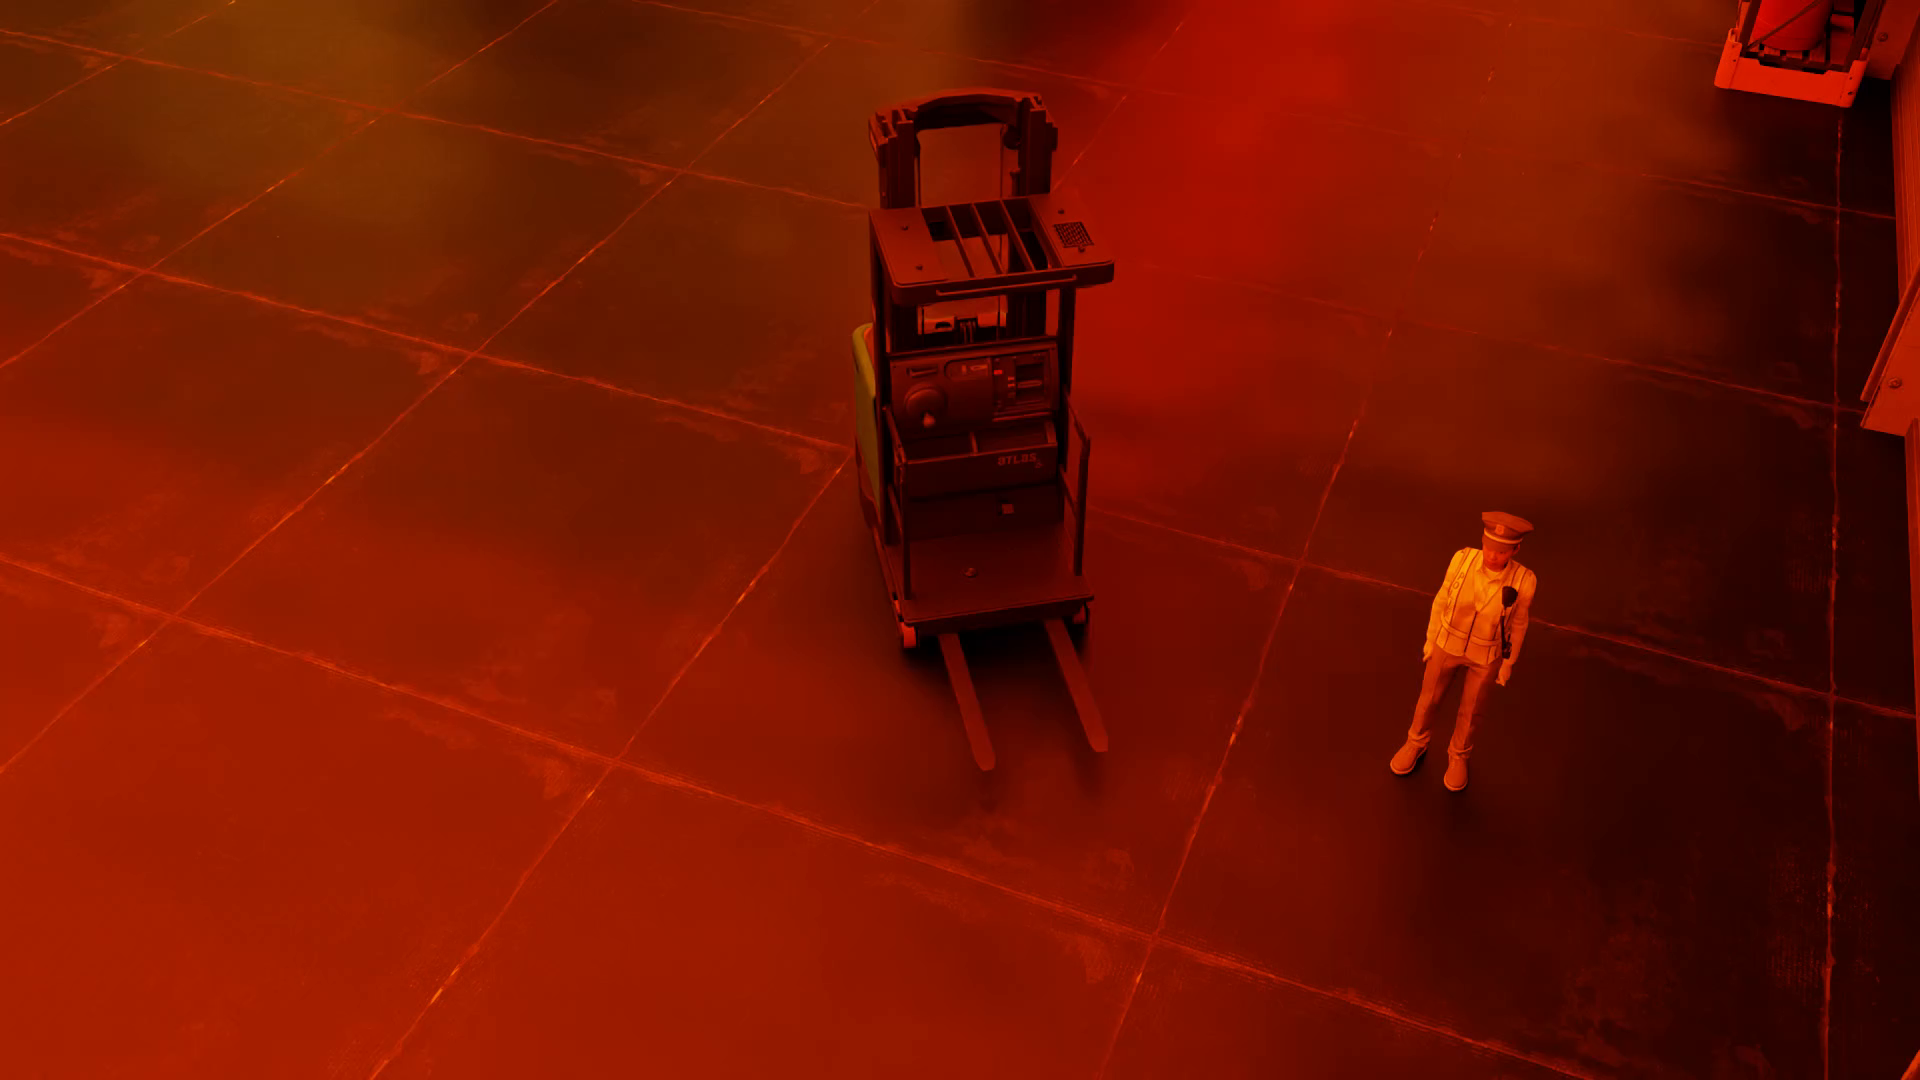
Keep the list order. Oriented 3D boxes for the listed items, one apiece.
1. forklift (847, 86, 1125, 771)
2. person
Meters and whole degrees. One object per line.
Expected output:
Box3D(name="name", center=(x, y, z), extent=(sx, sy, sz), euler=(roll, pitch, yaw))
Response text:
Box3D(name="forklift", center=(0.157, -0.766, 8.921), extent=(1.130, 2.935, 3.031), euler=(-9, 41, -11))
Box3D(name="person", center=(2.549, 0.548, 8.320), extent=(0.458, 1.694, 0.360), euler=(18, 43, 20))
